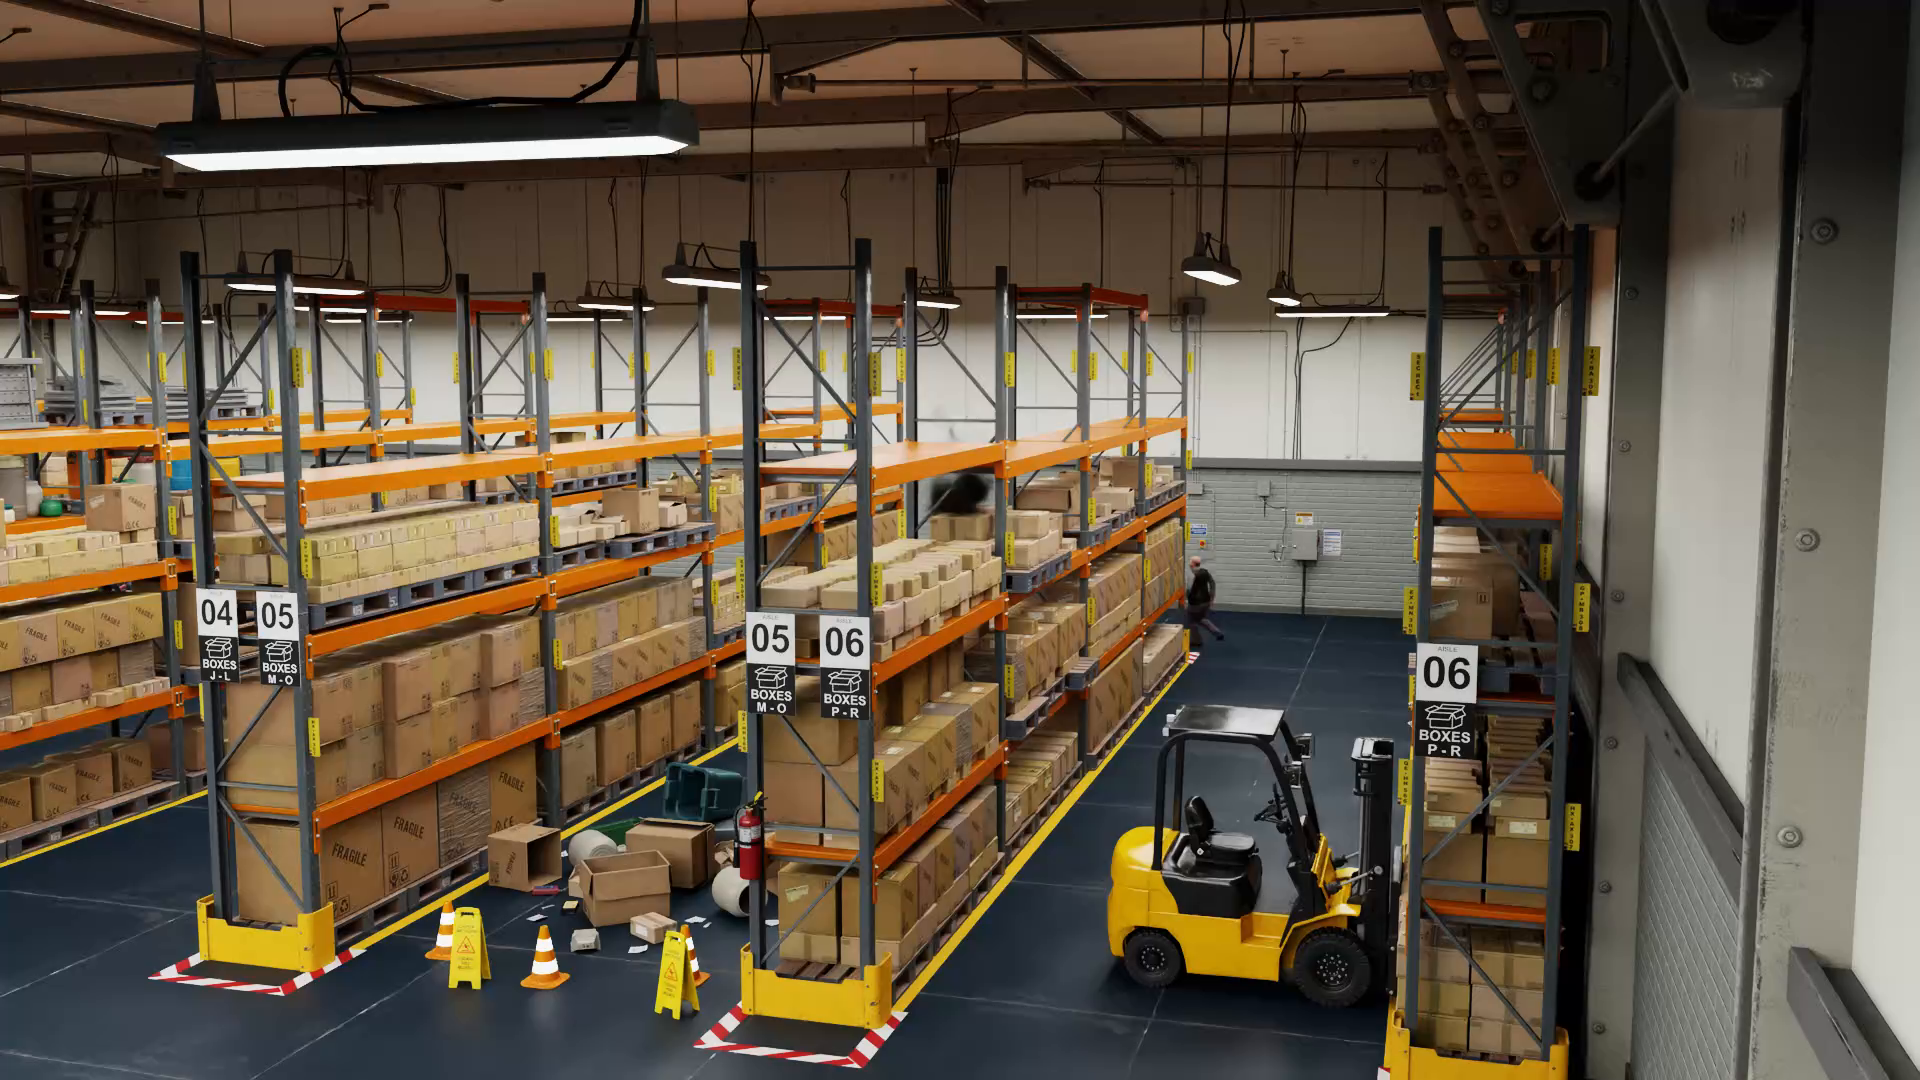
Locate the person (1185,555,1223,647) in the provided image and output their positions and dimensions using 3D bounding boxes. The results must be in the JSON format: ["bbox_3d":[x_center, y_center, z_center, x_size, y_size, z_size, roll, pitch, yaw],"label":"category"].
[{"bbox_3d":[4.200,1.085,29.138,0.660,1.649,0.809,6,9,44],"label":"person"}]
